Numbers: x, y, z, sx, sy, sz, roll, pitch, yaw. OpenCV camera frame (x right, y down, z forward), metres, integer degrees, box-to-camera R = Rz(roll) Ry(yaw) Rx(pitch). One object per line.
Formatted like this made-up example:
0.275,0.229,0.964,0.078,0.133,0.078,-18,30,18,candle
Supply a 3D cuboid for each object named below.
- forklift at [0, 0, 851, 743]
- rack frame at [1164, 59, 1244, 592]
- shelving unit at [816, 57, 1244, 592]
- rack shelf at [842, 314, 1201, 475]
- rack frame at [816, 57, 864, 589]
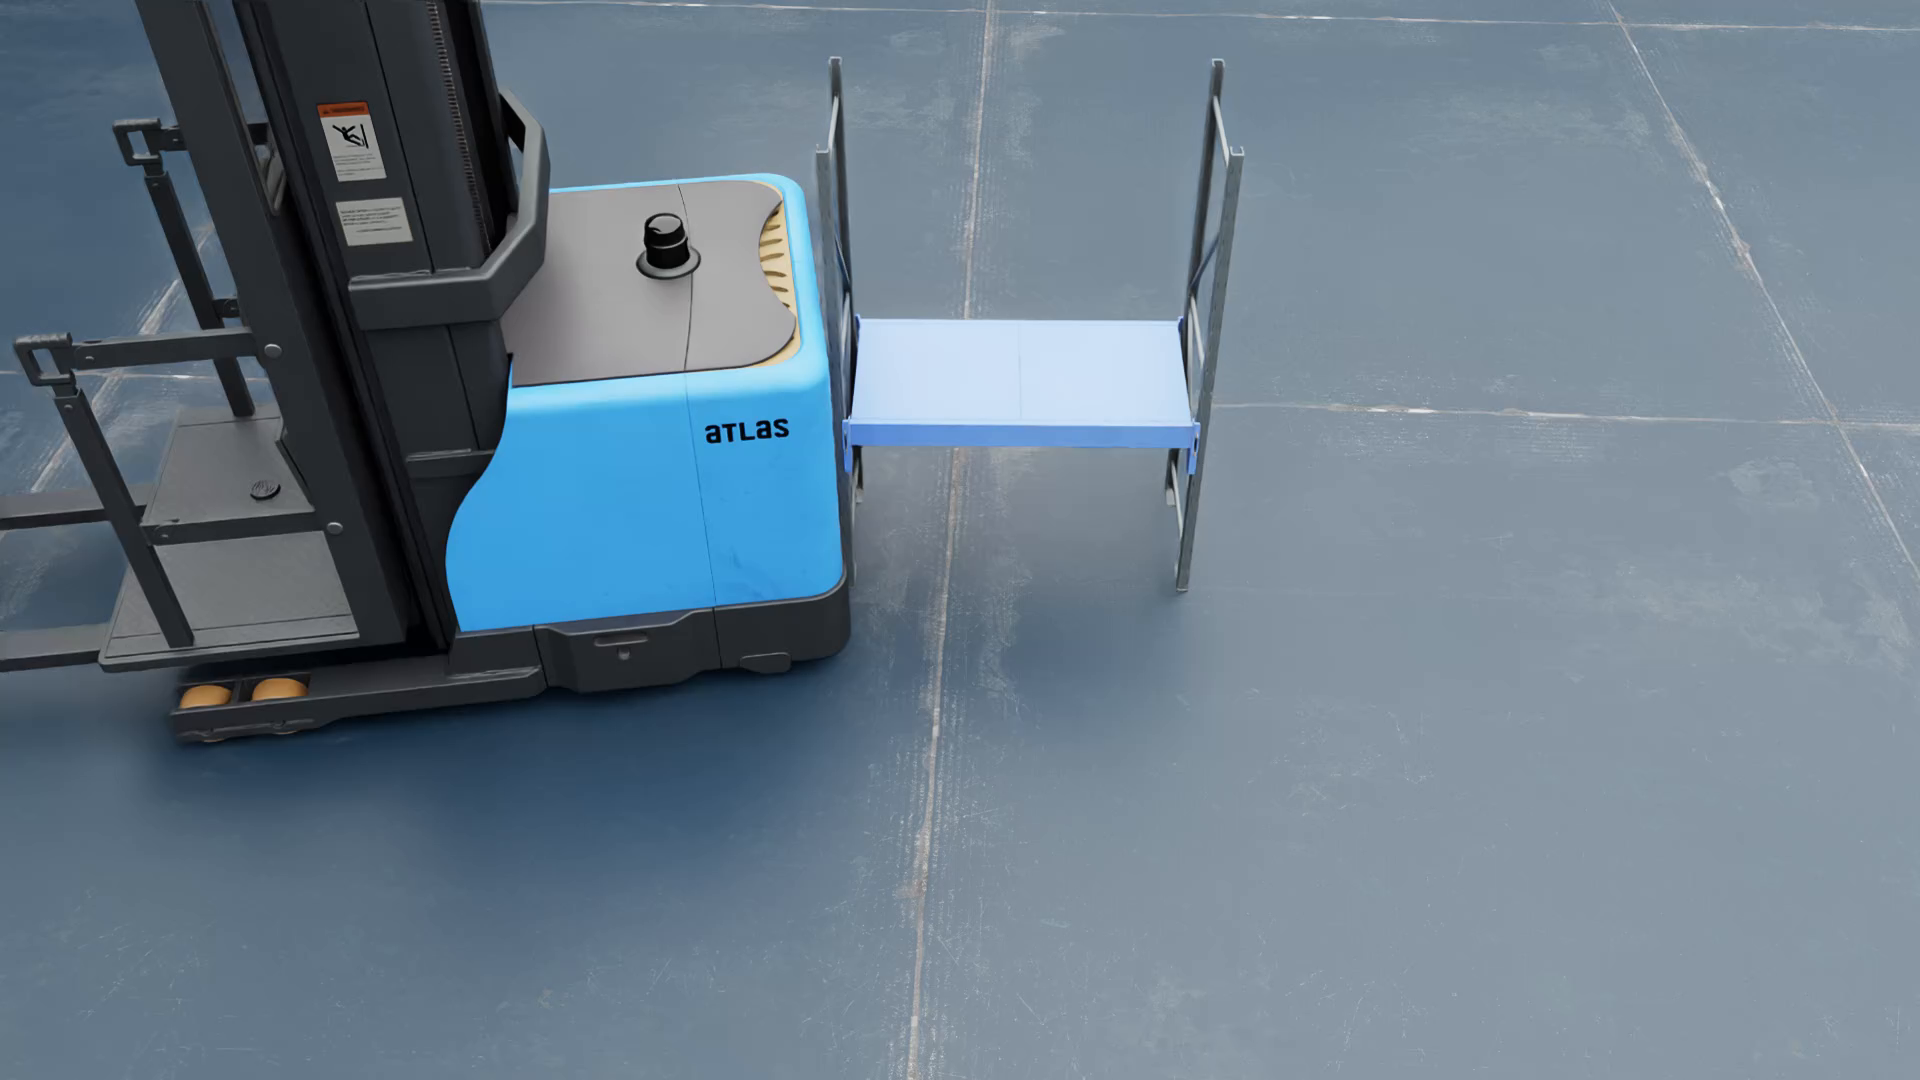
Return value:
-1.879,-0.895,4.060,3.031,2.935,1.130,-6,43,-6,forklift
0.682,-0.560,4.751,0.032,1.500,0.500,1,43,1,rack frame
0.174,-0.565,4.756,1.048,1.500,0.538,1,43,1,shelving unit
0.174,-0.433,4.879,1.000,0.185,0.538,1,43,1,rack shelf
-0.335,-0.569,4.761,0.032,1.500,0.500,1,43,1,rack frame
